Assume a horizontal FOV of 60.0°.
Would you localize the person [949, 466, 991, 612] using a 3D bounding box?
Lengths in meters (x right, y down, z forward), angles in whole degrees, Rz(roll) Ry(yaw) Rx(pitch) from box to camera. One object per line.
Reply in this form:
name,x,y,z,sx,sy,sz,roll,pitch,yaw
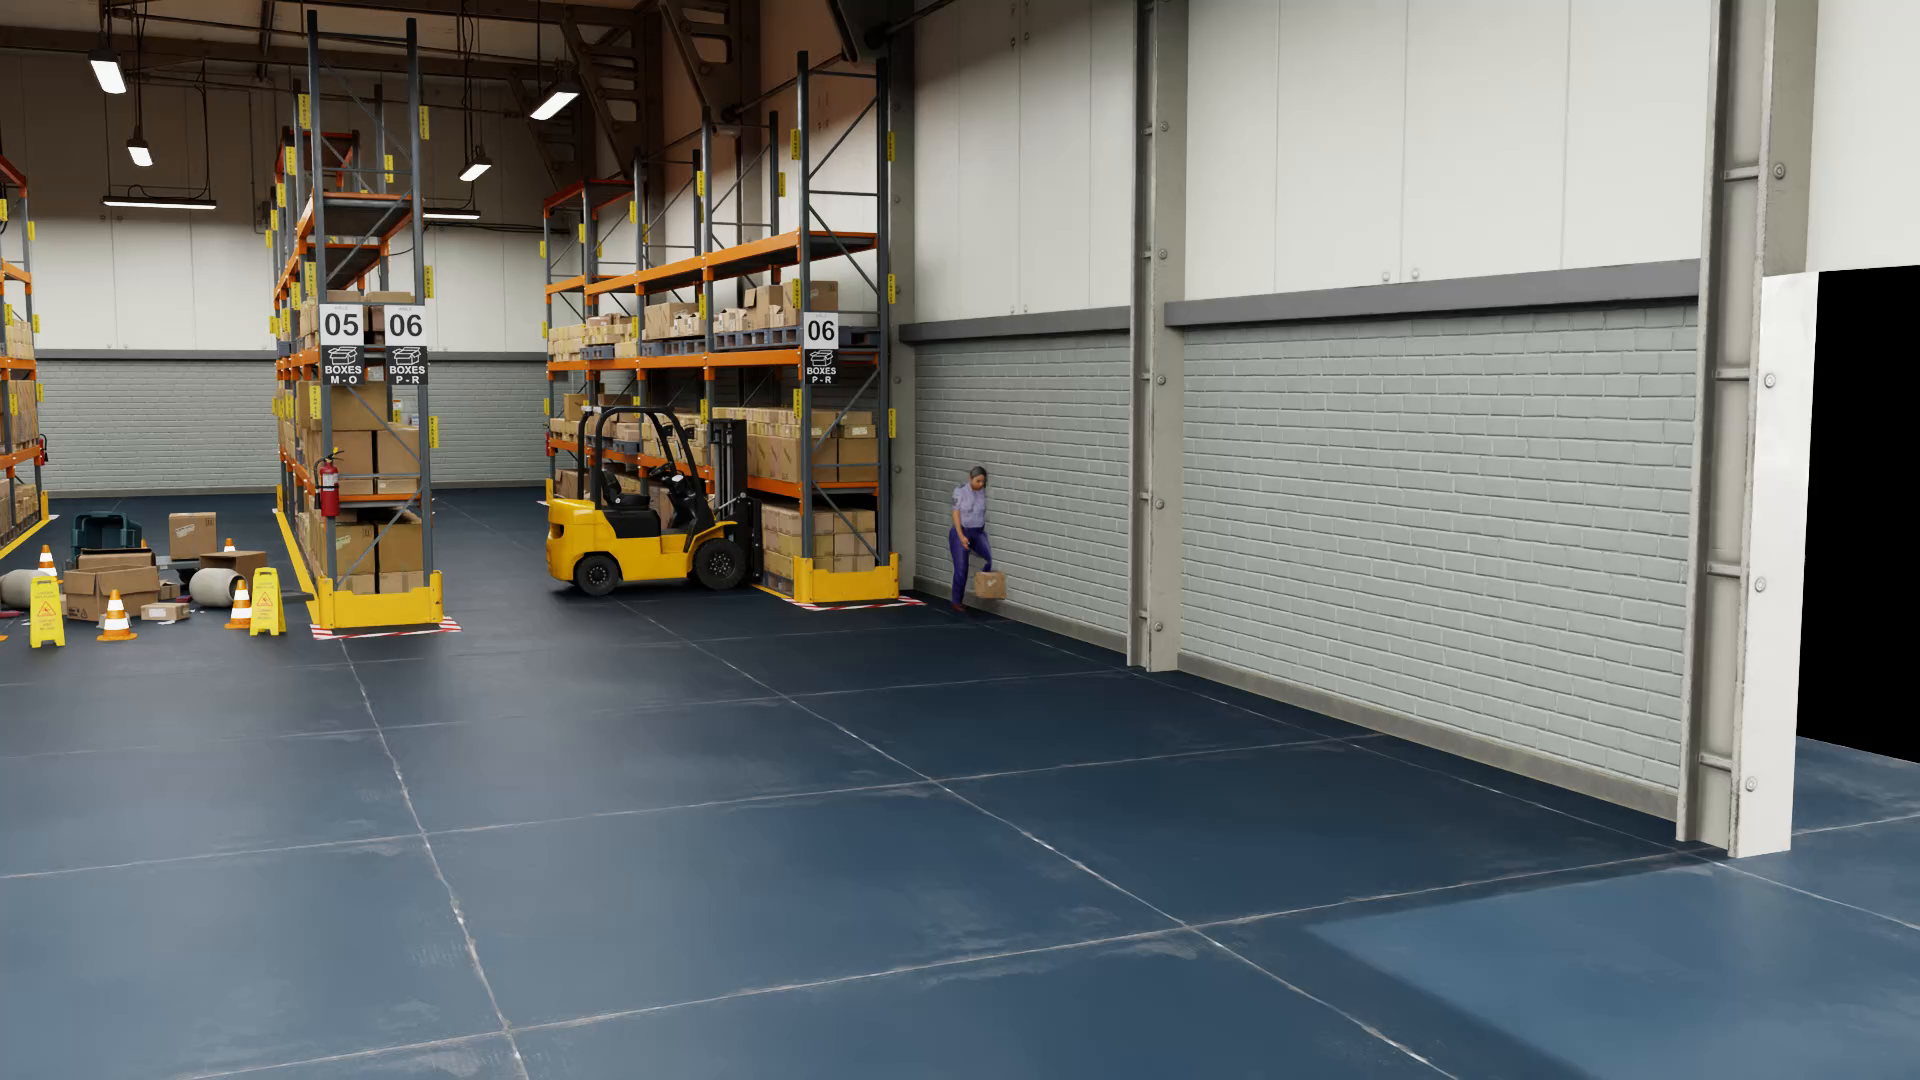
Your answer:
person,0.155,-0.016,17.783,0.515,1.560,0.521,-2,6,-22
